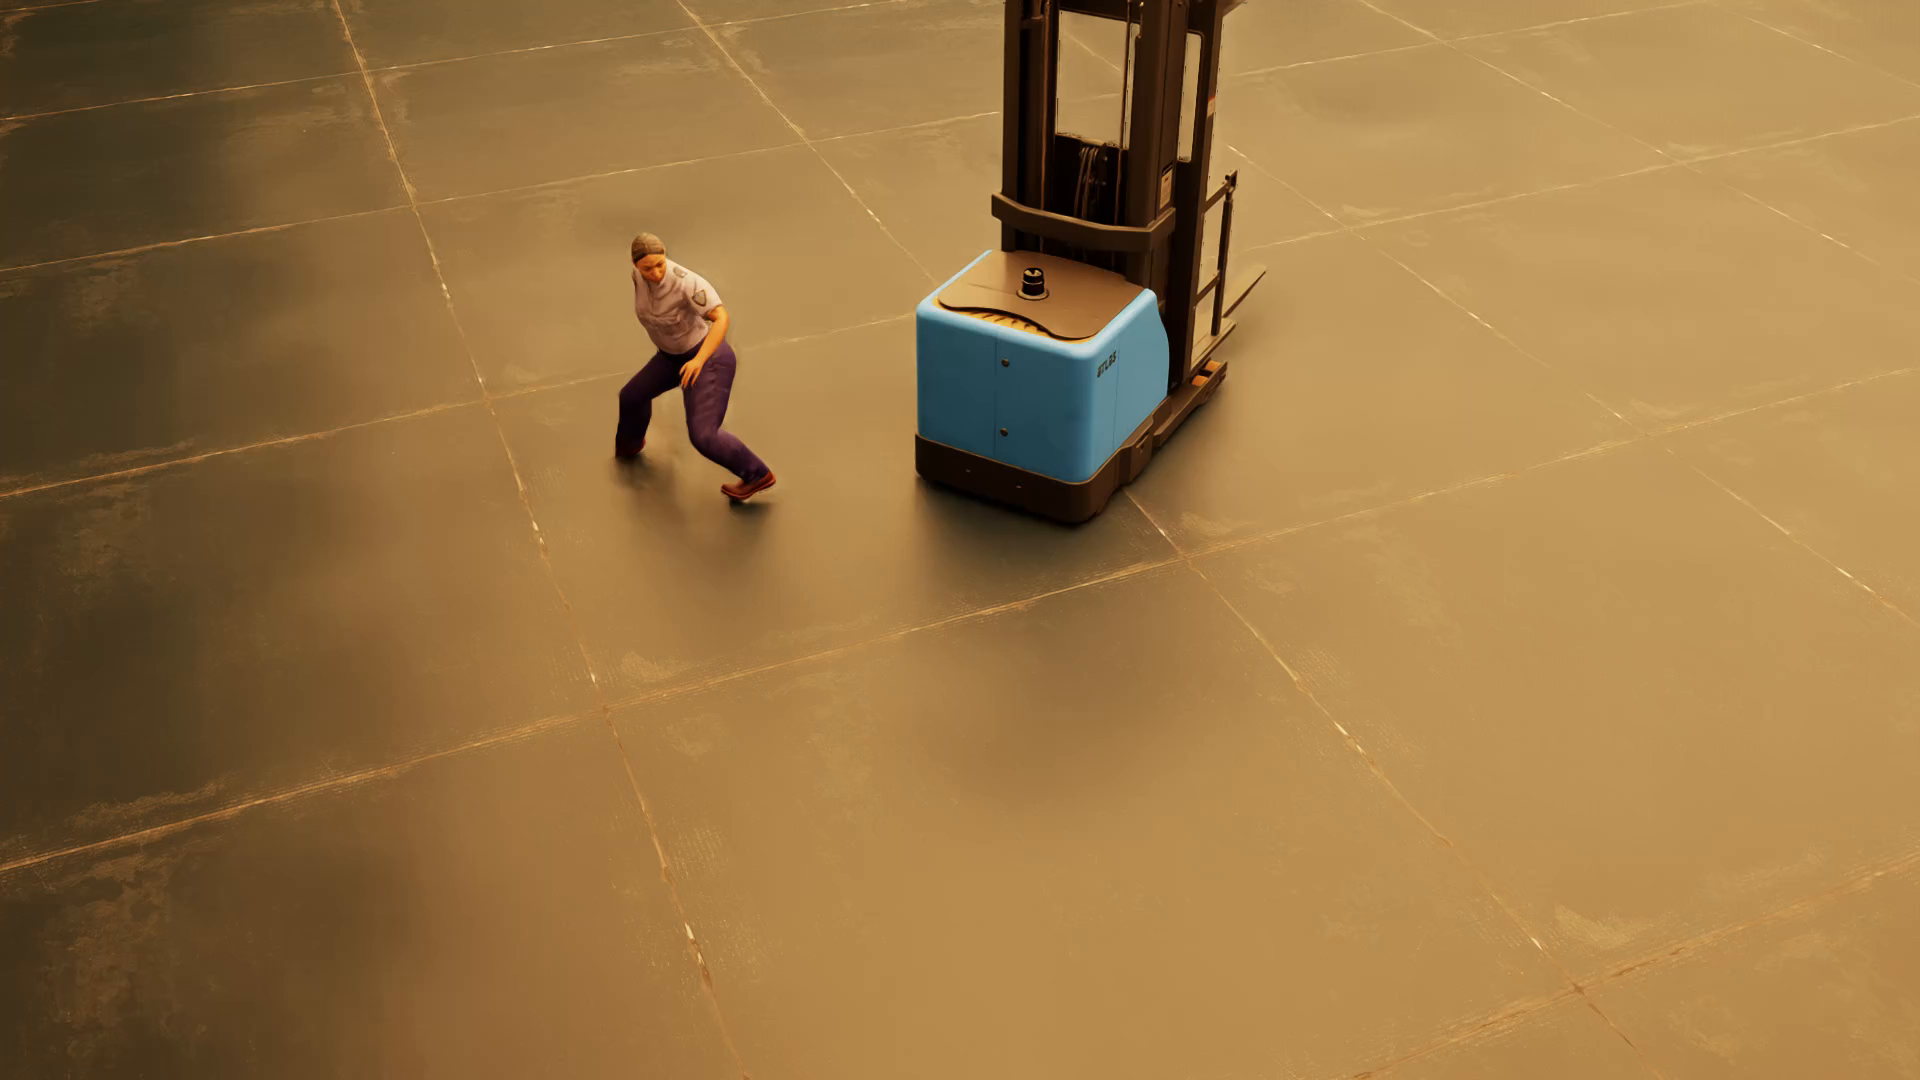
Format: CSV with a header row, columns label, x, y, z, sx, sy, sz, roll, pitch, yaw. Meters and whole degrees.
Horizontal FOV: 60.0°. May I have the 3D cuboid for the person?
label,x,y,z,sx,sy,sz,roll,pitch,yaw
person,-1.500,-0.913,8.735,0.528,1.608,1.036,-28,44,-33

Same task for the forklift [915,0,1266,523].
label,x,y,z,sx,sy,sz,roll,pitch,yaw
forklift,0.930,-2.114,9.072,1.130,2.935,3.031,18,39,24
